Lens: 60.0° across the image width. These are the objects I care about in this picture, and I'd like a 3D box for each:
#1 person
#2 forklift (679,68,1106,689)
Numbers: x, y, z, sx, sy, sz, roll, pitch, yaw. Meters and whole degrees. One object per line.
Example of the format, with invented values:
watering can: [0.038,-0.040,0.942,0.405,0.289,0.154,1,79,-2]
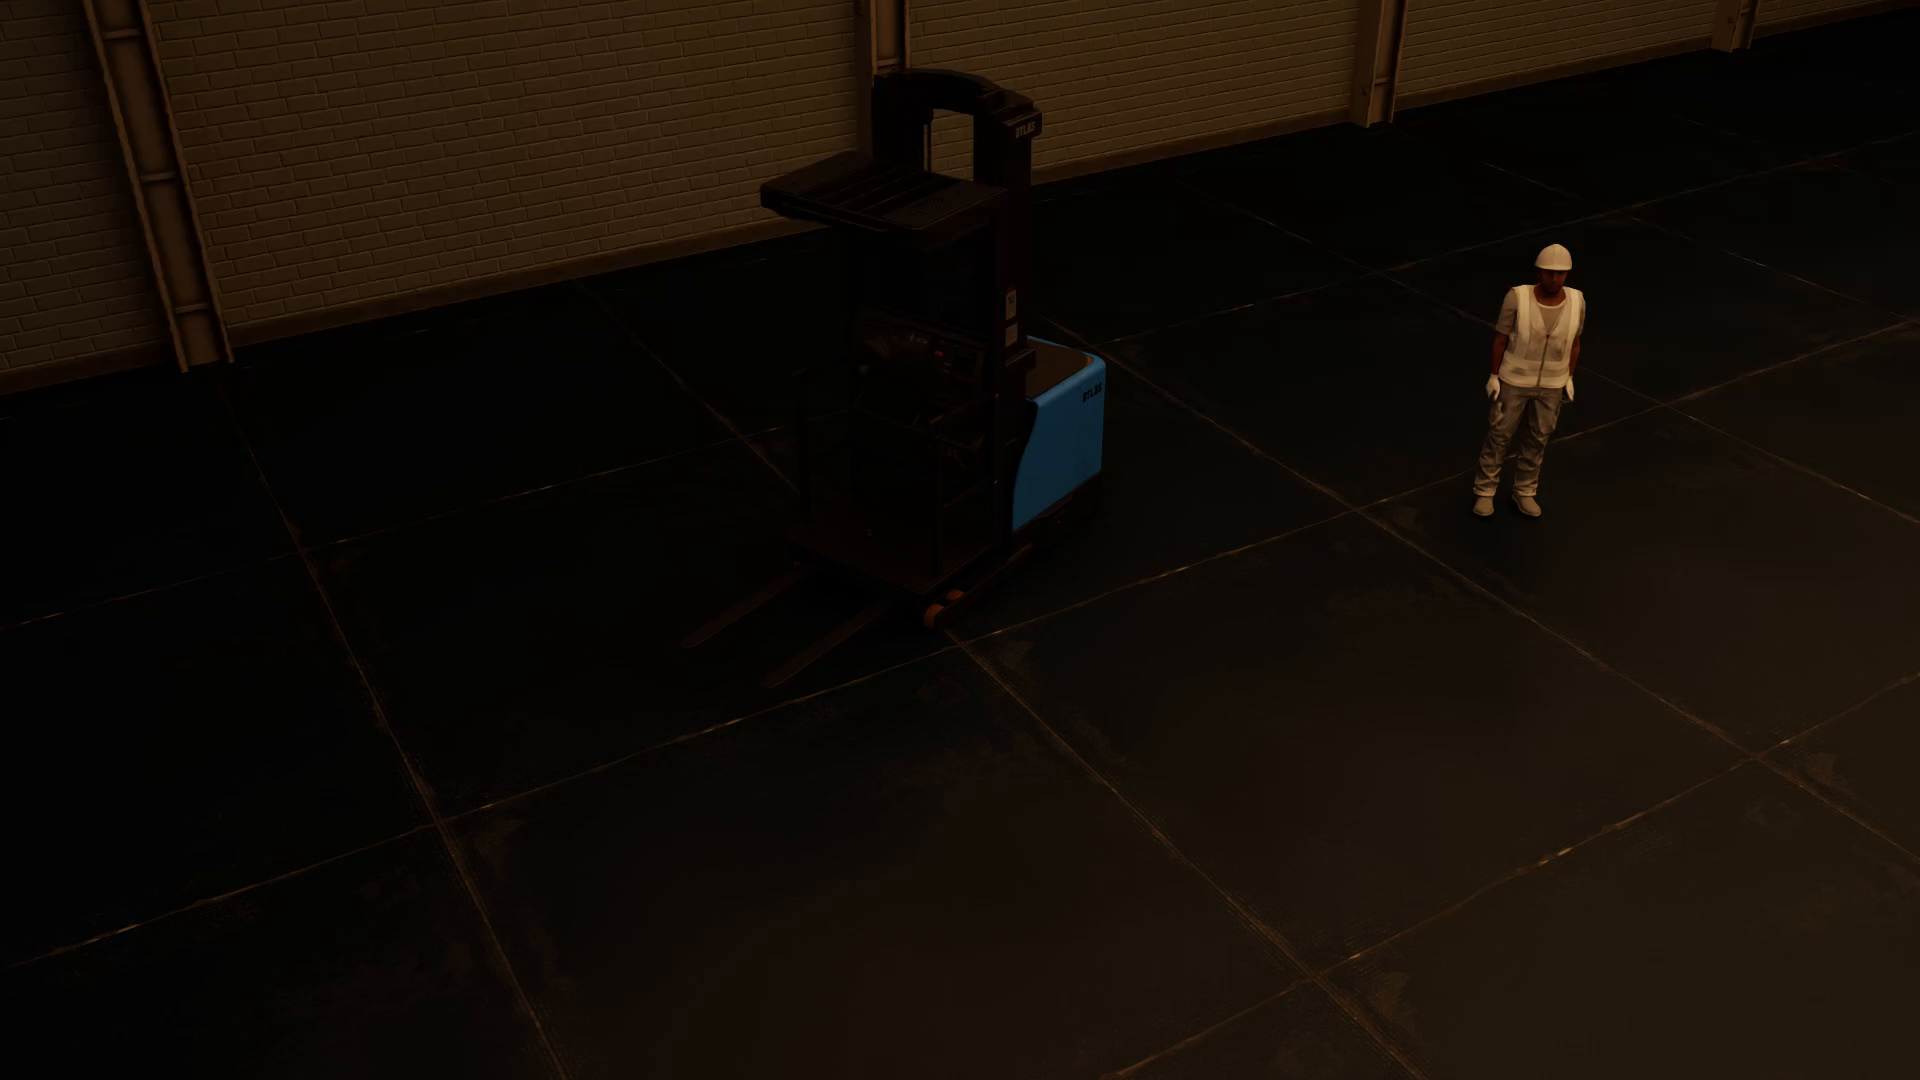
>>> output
person: [3.582,-0.985,10.407,0.539,1.790,0.374,1,31,2]
forklift: [-0.365,-1.007,9.329,1.130,2.935,3.031,21,37,31]
